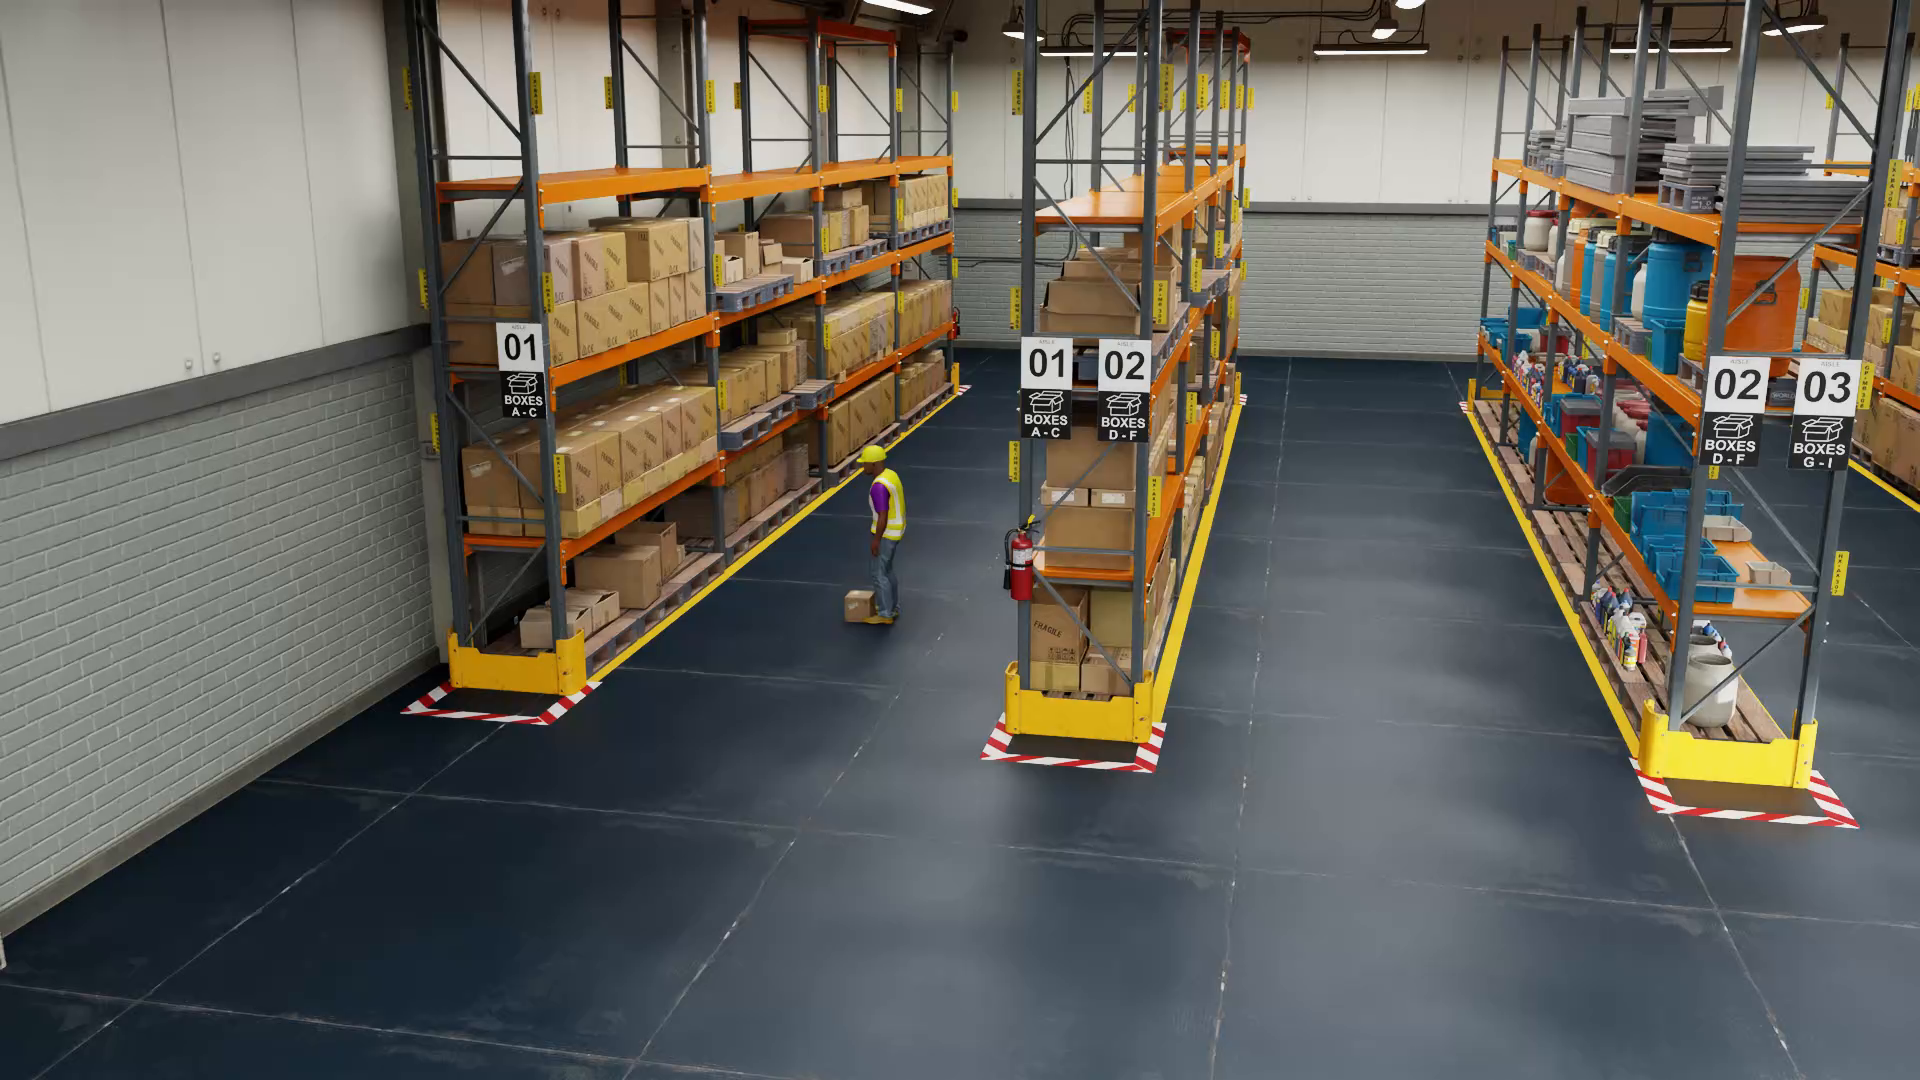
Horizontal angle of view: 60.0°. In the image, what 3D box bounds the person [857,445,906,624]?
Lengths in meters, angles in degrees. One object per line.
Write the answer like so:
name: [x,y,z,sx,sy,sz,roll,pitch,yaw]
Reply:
person: [-0.764,-0.061,16.220,0.463,1.755,0.625,2,15,9]
